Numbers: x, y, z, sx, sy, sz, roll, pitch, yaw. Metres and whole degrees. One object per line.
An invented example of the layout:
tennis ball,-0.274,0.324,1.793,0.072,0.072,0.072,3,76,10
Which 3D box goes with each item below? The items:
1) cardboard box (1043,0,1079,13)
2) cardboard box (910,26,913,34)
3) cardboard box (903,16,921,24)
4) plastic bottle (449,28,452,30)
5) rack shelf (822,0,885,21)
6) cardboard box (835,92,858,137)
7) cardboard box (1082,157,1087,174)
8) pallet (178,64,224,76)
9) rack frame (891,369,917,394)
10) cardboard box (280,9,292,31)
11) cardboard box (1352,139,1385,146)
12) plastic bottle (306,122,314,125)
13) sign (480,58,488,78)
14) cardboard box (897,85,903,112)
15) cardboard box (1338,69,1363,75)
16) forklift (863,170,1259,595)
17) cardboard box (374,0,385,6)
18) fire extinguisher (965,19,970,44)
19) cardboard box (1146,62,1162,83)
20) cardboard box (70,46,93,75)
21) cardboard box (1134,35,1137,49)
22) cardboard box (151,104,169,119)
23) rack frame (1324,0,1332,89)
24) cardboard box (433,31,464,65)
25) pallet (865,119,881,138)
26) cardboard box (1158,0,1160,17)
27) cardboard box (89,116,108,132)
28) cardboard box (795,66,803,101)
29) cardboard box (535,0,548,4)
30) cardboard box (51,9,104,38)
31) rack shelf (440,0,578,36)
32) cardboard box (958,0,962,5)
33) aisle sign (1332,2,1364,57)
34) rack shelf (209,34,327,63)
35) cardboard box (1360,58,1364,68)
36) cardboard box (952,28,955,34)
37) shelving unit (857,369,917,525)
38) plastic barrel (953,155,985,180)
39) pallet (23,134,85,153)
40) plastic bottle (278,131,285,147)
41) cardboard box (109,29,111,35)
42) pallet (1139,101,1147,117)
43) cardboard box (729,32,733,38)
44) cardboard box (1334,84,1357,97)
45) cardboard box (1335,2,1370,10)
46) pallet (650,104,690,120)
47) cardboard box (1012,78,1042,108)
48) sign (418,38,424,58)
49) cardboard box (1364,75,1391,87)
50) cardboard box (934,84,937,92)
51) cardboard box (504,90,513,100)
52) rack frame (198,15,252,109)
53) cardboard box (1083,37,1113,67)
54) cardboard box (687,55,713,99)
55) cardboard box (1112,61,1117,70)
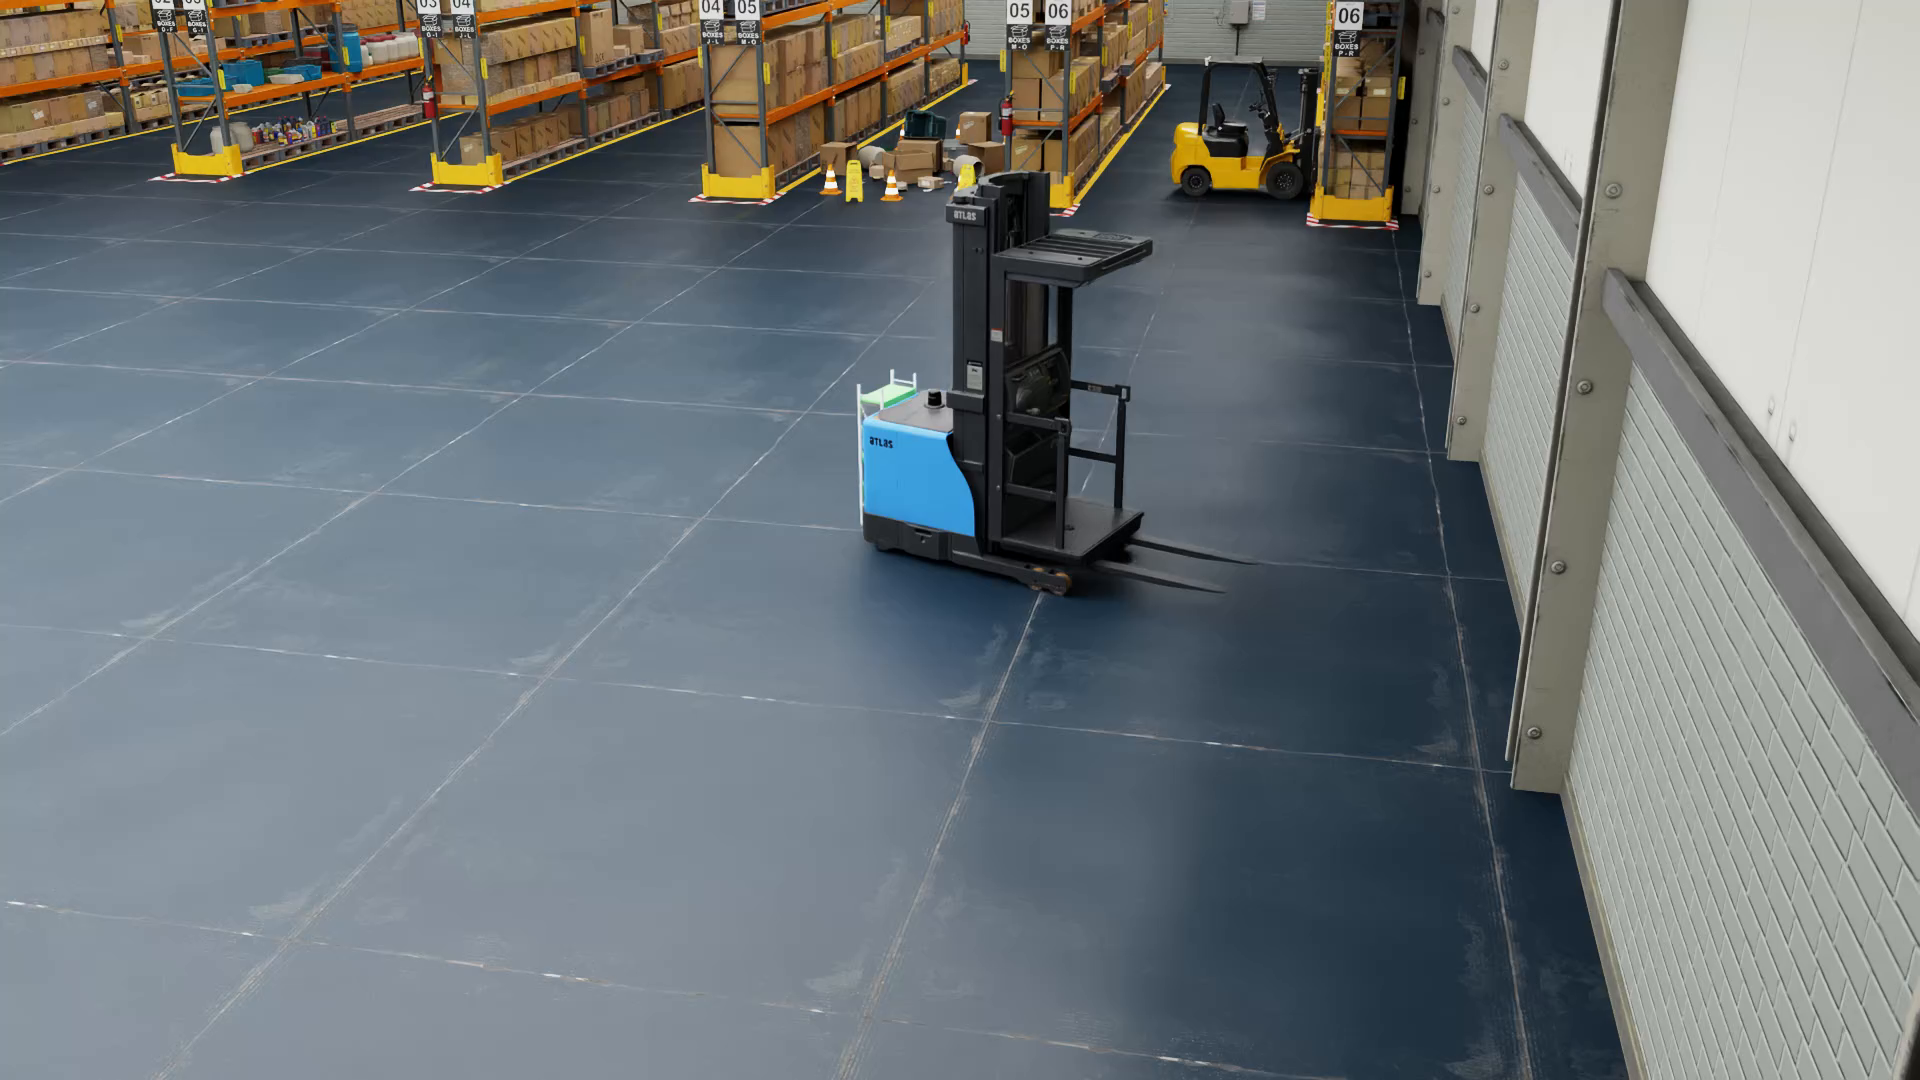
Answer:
cardboard box,1.579,-8.389,25.986,0.500,0.250,0.500,4,22,10
cardboard box,-1.248,-11.263,36.710,0.380,0.149,0.250,4,22,9
cardboard box,-1.093,-11.687,37.366,0.380,0.149,0.250,5,23,13
plastic bottle,-11.666,-11.571,38.166,0.144,0.351,0.185,4,22,11
rack shelf,-2.427,-10.358,32.035,1.077,0.370,4.000,4,22,11
cardboard box,-2.596,-8.306,32.443,1.050,0.750,0.750,4,22,11
cardboard box,1.861,-6.345,28.243,0.500,0.250,0.500,6,23,15
pallet,-20.106,-12.469,44.061,1.003,0.211,1.213,4,22,11
rack frame,-0.462,-0.820,13.813,0.240,1.200,0.015,13,25,28
cardboard box,-16.034,-12.257,39.106,0.700,0.500,0.500,-1,22,-3
cardboard box,6.570,-6.298,26.787,0.500,0.250,0.500,4,22,11
plastic bottle,-12.557,-7.977,32.231,0.152,0.276,0.135,4,22,11
sign,-7.955,-7.881,27.779,0.100,0.325,0.005,4,22,11
cardboard box,-1.525,-9.490,35.717,0.500,0.500,0.500,5,22,12
cardboard box,6.113,-7.297,26.086,0.380,0.149,0.250,5,22,11
forklift,0.760,-1.176,12.379,3.031,2.935,1.130,13,25,28
cardboard box,-15.048,-13.893,42.392,0.500,0.500,0.500,5,23,13
fire extinguisher,0.117,-12.806,41.767,0.296,0.674,0.183,4,22,11
cardboard box,4.444,-11.374,40.479,0.875,0.438,0.875,4,22,9
cardboard box,-17.552,-9.431,32.651,0.700,0.500,0.500,4,22,10
cardboard box,3.414,-10.390,34.699,0.500,0.250,0.500,4,22,11
cardboard box,-16.936,-8.975,34.773,0.500,0.250,0.500,5,22,12
rack frame,9.340,-12.240,39.761,1.000,3.000,0.127,4,22,11
cardboard box,-8.616,-8.389,28.328,0.500,0.500,0.500,4,22,11
pallet,-2.253,-8.456,34.097,1.003,0.211,1.213,4,22,11
cardboard box,4.433,-12.559,39.080,0.500,0.500,0.500,4,22,11
cardboard box,-17.359,-8.291,33.075,0.500,0.250,0.500,4,22,11
cardboard box,-3.224,-7.910,28.808,0.875,0.550,0.500,4,22,11
cardboard box,-7.723,-9.742,29.744,0.500,0.250,0.500,4,22,11
cardboard box,-17.451,-10.226,32.889,0.700,0.500,0.500,5,22,11
rack shelf,-8.078,-9.310,29.433,1.077,0.370,4.000,4,22,11
cardboard box,-0.236,-13.419,40.818,0.500,0.500,0.500,4,22,10
aisle sign,5.775,-7.593,24.742,0.394,0.787,0.004,4,22,11
rack shelf,-16.142,-11.601,39.137,1.077,0.370,4.000,4,22,11
cardboard box,7.173,-8.311,29.002,0.380,0.149,0.250,4,22,10
cardboard box,-0.329,-12.424,40.554,0.380,0.149,0.250,5,22,12
shelving unit,-0.587,-0.742,13.619,0.258,1.200,0.503,13,25,28
plastic barrel,0.155,-6.441,28.811,0.421,0.421,0.512,-16,27,-35
pallet,-17.817,-7.712,32.249,1.003,0.211,1.213,4,22,11
plastic bottle,-12.660,-7.476,30.996,0.097,0.271,0.097,0,22,0
cardboard box,-20.679,-12.329,40.290,0.380,0.149,0.250,4,22,9
pallet,3.581,-9.573,36.870,1.003,0.211,1.213,4,22,11
cardboard box,-5.598,-11.972,39.431,0.380,0.149,0.250,4,22,9
cardboard box,5.872,-6.884,25.459,0.380,0.149,0.250,5,22,12
cardboard box,5.927,-8.248,25.003,0.500,0.500,0.500,5,23,13
pallet,-6.619,-9.436,36.530,1.003,0.211,1.213,4,22,11
cardboard box,1.057,-7.169,26.638,0.500,0.500,0.500,4,22,10
sign,-9.025,-8.254,27.891,0.100,0.325,0.005,4,22,11
cardboard box,6.353,-6.980,25.300,0.380,0.149,0.250,4,22,10
cardboard box,-0.759,-10.573,38.875,0.380,0.149,0.250,5,22,13
cardboard box,-8.028,-7.764,28.982,0.380,0.149,0.250,4,22,11
rack frame,-16.551,-11.203,37.186,1.000,3.000,0.127,4,22,11
cardboard box,2.510,-8.940,30.474,0.500,0.500,0.500,5,22,11
cardboard box,-6.330,-10.556,37.862,1.225,0.875,0.875,4,22,9
cardboard box,2.747,-8.959,31.389,0.380,0.149,0.250,5,23,13
